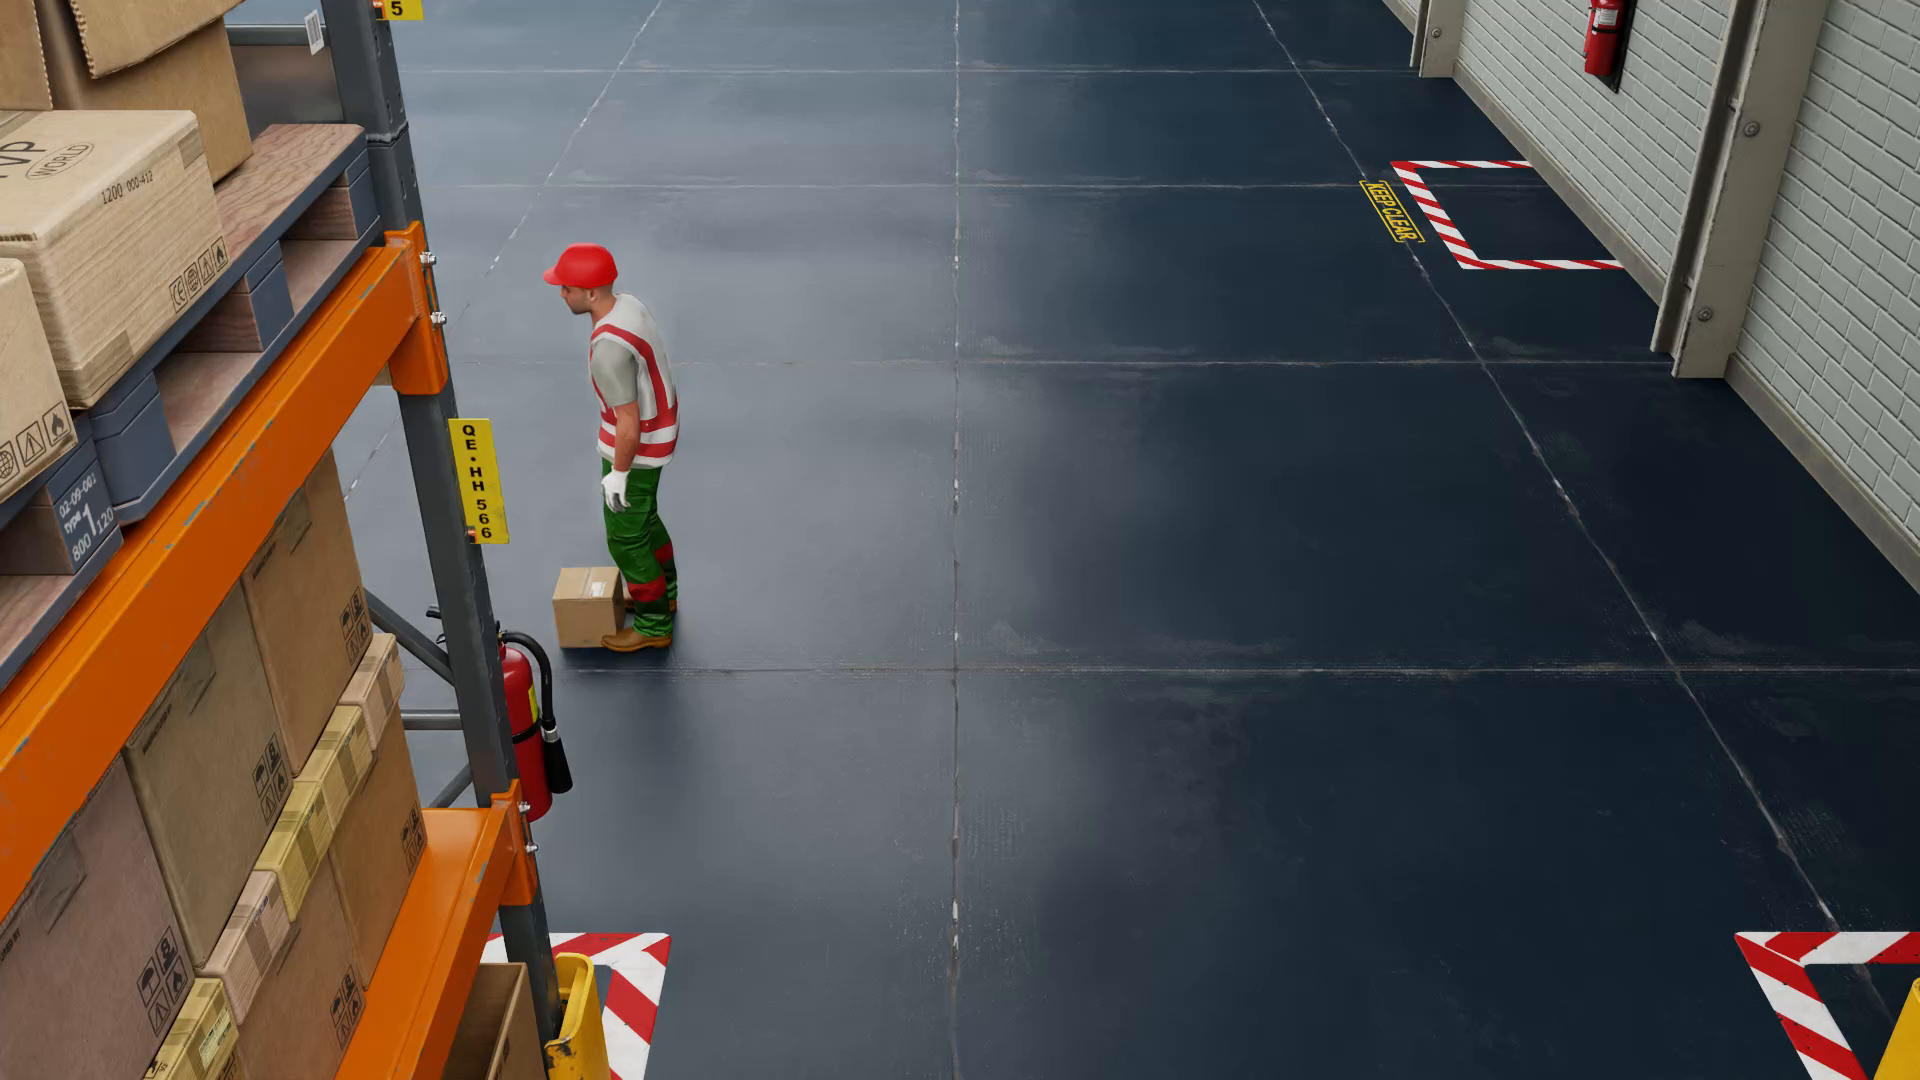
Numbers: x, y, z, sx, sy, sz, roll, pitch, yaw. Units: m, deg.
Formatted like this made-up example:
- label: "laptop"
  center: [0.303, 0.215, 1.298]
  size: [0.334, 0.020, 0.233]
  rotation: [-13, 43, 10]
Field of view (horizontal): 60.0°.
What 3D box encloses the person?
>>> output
- label: "person"
  center: [-1.357, -0.370, 6.731]
  size: [0.454, 1.777, 0.607]
  rotation: [-1, 31, -2]
